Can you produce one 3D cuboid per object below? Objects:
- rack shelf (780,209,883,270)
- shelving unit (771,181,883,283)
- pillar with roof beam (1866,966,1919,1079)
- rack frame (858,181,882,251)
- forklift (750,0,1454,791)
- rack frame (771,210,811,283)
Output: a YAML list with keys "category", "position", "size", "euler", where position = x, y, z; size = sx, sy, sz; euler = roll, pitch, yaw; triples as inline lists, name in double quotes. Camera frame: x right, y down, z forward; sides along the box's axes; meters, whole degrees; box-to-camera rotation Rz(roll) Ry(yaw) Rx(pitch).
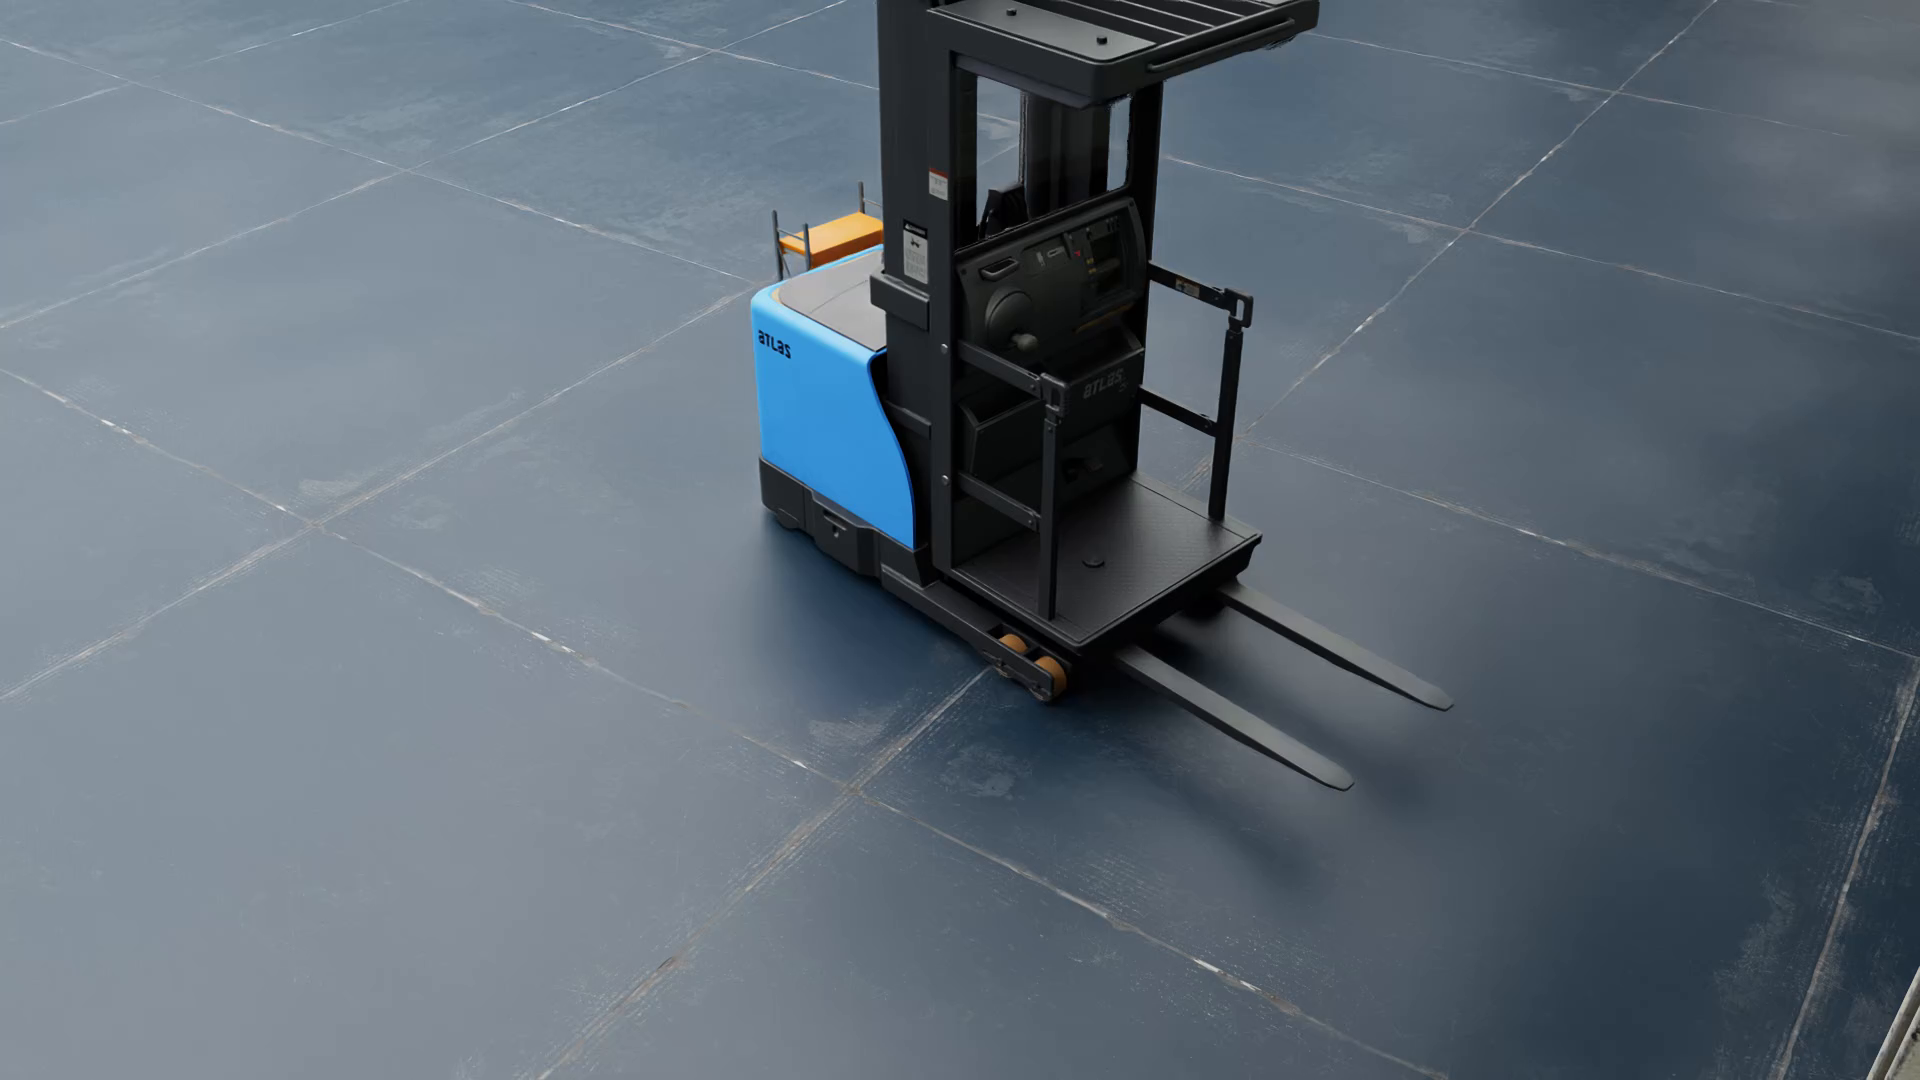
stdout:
- category: "rack shelf"
  position: [-0.548, -1.308, 7.401]
  size: [0.480, 0.148, 0.258]
  euler: [-27, 40, -34]
- category: "shelving unit"
  position: [-0.534, -0.975, 7.609]
  size: [0.503, 1.200, 0.258]
  euler: [-27, 40, -34]
- category: "pillar with roof beam"
  position: [-1.189, -3.149, 3.874]
  size: [9.100, 9.000, 0.400]
  euler: [21, 39, 28]
- category: "rack frame"
  position: [-0.355, -1.067, 7.746]
  size: [0.015, 1.200, 0.240]
  euler: [-27, 40, -34]
- category: "forklift"
  position: [0.497, -0.928, 6.006]
  size: [1.130, 2.935, 3.031]
  euler: [-28, 43, -35]
- category: "rack frame"
  position: [-0.714, -0.882, 7.472]
  size: [0.015, 1.200, 0.240]
  euler: [-27, 40, -34]
